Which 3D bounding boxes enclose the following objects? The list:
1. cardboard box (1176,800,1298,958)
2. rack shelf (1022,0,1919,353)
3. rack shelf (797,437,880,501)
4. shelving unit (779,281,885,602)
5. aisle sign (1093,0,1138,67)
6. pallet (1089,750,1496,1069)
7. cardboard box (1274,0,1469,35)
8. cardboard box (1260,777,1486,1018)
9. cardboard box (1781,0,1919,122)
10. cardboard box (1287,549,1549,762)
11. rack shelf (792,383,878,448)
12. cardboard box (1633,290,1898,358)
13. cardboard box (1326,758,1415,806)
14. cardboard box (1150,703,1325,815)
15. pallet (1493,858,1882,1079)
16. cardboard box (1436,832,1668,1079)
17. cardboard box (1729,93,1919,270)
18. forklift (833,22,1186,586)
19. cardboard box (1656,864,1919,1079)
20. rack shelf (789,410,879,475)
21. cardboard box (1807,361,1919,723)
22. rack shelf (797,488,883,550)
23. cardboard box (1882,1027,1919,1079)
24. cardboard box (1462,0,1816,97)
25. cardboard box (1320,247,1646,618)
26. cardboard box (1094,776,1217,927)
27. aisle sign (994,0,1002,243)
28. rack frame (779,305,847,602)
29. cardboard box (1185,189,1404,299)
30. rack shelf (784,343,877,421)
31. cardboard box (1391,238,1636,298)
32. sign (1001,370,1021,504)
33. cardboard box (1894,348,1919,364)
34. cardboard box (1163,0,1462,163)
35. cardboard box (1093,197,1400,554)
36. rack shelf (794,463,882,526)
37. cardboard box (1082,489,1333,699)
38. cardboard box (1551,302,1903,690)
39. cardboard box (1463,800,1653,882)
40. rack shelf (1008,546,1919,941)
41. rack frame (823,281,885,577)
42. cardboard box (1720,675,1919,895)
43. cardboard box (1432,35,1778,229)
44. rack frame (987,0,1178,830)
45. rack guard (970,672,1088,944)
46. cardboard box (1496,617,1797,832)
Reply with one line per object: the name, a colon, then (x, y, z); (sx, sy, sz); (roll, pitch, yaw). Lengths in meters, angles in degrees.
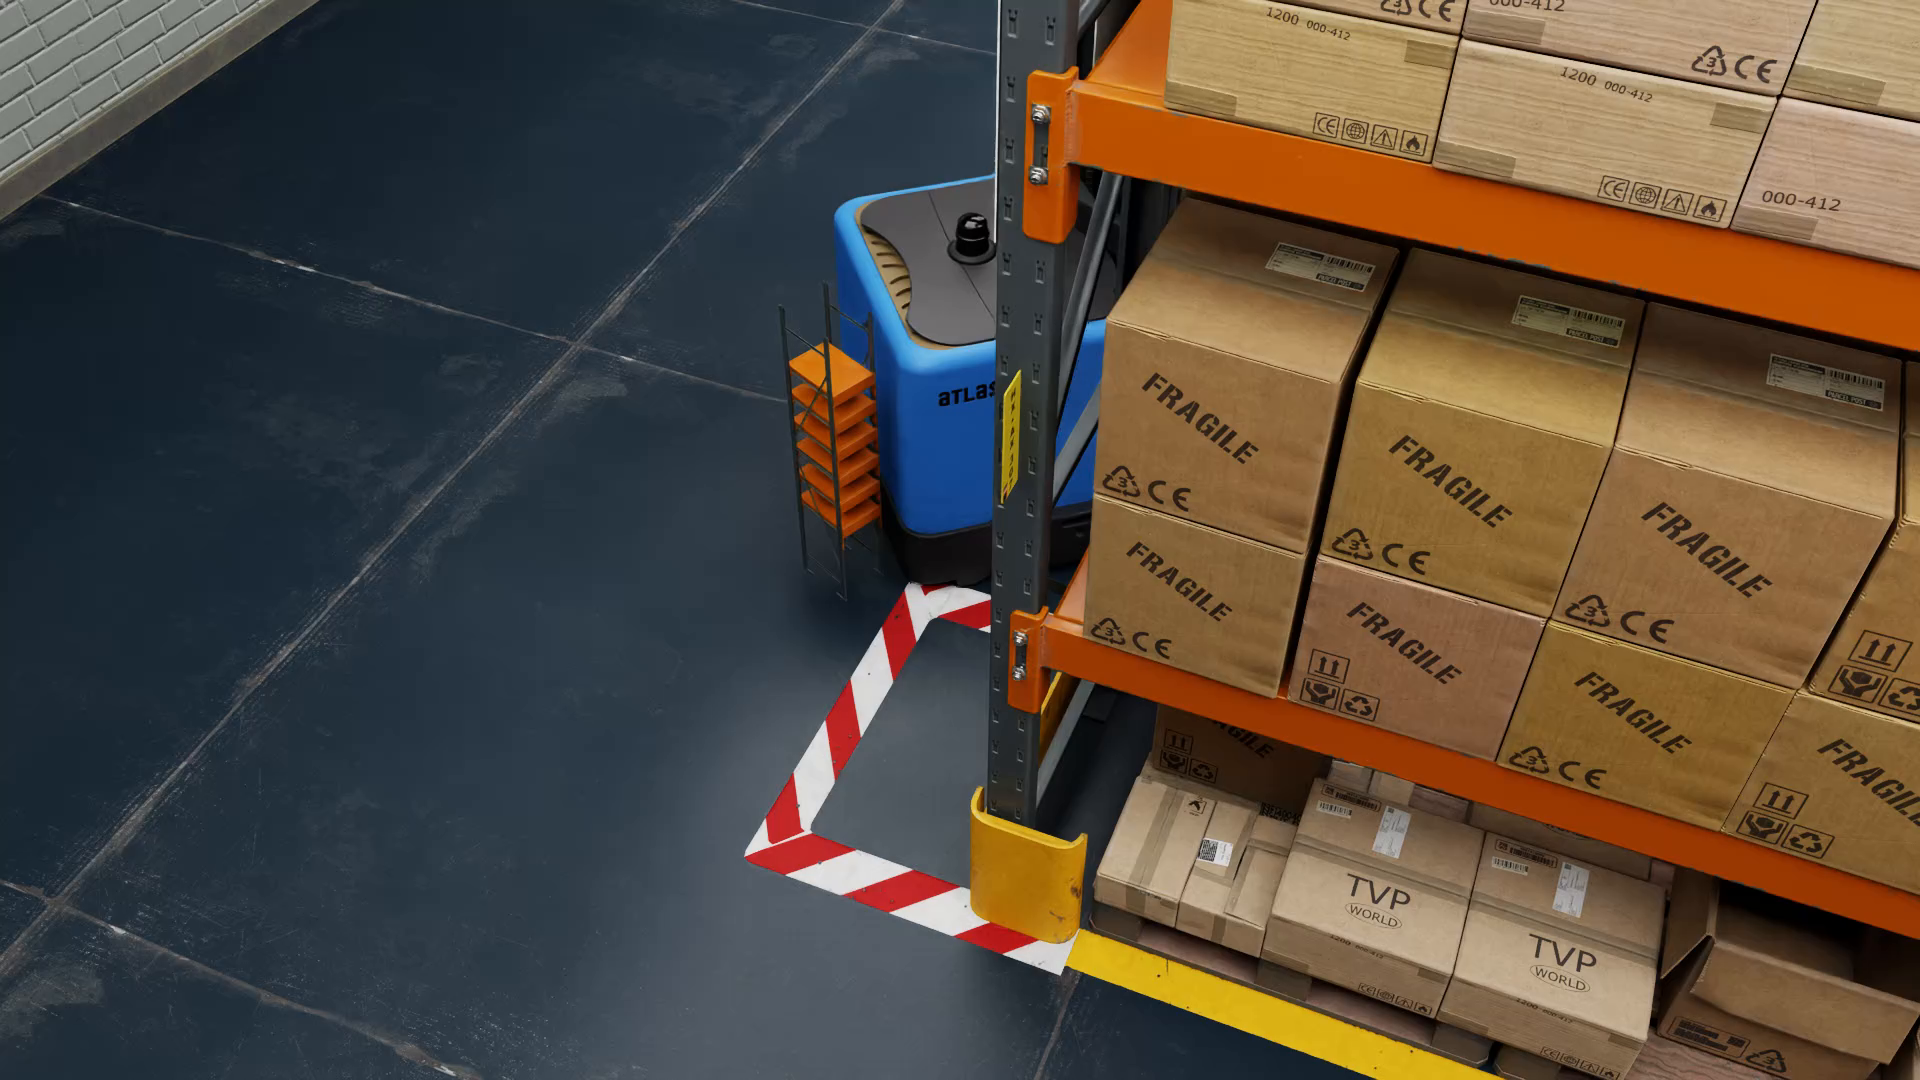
cardboard box: (0.809, 0.977, 4.838); (0.250, 0.166, 0.380); (16, 47, 16)
rack shelf: (2.170, -0.541, 3.051); (4.000, 0.370, 1.077); (16, 47, 16)
rack shelf: (-0.427, -0.276, 5.740); (0.180, 0.103, 0.258); (-34, 54, -29)
shelving unit: (-0.427, -0.308, 5.709); (0.189, 1.200, 0.258); (-34, 54, -29)
aisle sign: (0.380, -1.416, 3.703); (0.004, 0.787, 0.394); (16, 47, 16)
pallet: (1.131, 0.949, 5.147); (1.213, 0.211, 1.003); (16, 47, 16)
cardboard box: (0.698, -1.155, 2.909); (0.500, 0.250, 0.500); (16, 47, 16)
cardboard box: (1.179, 1.011, 4.745); (0.500, 0.250, 0.500); (16, 47, 16)
cardboard box: (1.621, -0.883, 2.636); (0.500, 0.250, 0.500); (16, 47, 16)
cardboard box: (1.111, 0.117, 3.935); (0.500, 0.500, 0.500); (16, 47, 15)
rack shelf: (-0.427, -0.446, 5.571); (0.180, 0.103, 0.258); (-34, 54, -29)
cardboard box: (1.788, -0.450, 3.796); (0.500, 0.500, 0.500); (18, 47, 17)
cardboard box: (1.260, 0.728, 5.088); (0.250, 0.166, 0.380); (16, 47, 16)
cardboard box: (0.921, 0.441, 5.140); (0.500, 0.500, 0.500); (16, 47, 16)
pallet: (2.253, 1.281, 4.813); (1.213, 0.211, 1.003); (16, 47, 16)
cardboard box: (1.640, 1.146, 4.609); (0.500, 0.250, 0.500); (16, 47, 16)
cardboard box: (1.619, -0.703, 2.809); (0.500, 0.250, 0.500); (16, 47, 16)
forklift: (1.108, -1.476, 5.655); (3.031, 2.935, 1.130); (-12, 46, -12)
cardboard box: (2.280, 1.032, 4.544); (0.637, 0.503, 0.797); (16, 47, 16)
rack shelf: (-0.427, -0.361, 5.655); (0.180, 0.103, 0.258); (-34, 54, -29)
cardboard box: (2.047, 0.039, 3.304); (0.500, 0.500, 0.500); (16, 47, 15)
rack shelf: (-0.427, -0.106, 5.909); (0.180, 0.103, 0.258); (-34, 54, -29)
cardboard box: (2.689, 1.433, 4.277); (0.500, 0.311, 0.500); (16, 47, 16)
cardboard box: (1.157, -1.014, 2.768); (0.500, 0.250, 0.500); (16, 47, 16)
cardboard box: (1.118, -0.237, 3.582); (0.500, 0.500, 0.500); (17, 47, 16)
cardboard box: (0.579, 0.916, 4.912); (0.250, 0.149, 0.380); (16, 47, 16)
aisle sign: (0.149, -1.025, 3.311); (0.004, 0.787, 0.394); (16, 47, 16)
rack frame: (-0.494, -0.264, 5.664); (0.006, 1.200, 0.240); (-34, 54, -29)
cardboard box: (0.841, -0.724, 4.071); (0.500, 0.500, 0.500); (16, 47, 15)
rack shelf: (-0.427, -0.532, 5.486); (0.180, 0.103, 0.258); (-34, 54, -29)
cardboard box: (1.308, -0.588, 3.934); (0.500, 0.500, 0.500); (18, 47, 17)
sign: (0.116, -0.230, 3.741); (0.005, 0.325, 0.100); (16, 47, 16)
cardboard box: (2.262, -0.310, 3.655); (0.500, 0.500, 0.500); (18, 48, 17)
cardboard box: (0.701, -0.981, 3.089); (0.500, 0.250, 0.500); (16, 47, 16)
cardboard box: (0.633, -0.374, 3.719); (0.500, 0.500, 0.500); (18, 48, 17)
rack shelf: (-0.427, -0.191, 5.825); (0.180, 0.103, 0.258); (-34, 54, -29)
cardboard box: (0.633, -0.020, 4.072); (0.500, 0.500, 0.500); (17, 47, 17)
cardboard box: (1.578, -0.098, 3.442); (0.500, 0.500, 0.500); (17, 47, 16)
cardboard box: (1.786, 0.807, 4.949); (0.500, 0.250, 0.500); (16, 47, 16)
rack shelf: (2.170, 0.522, 4.109); (4.000, 0.370, 1.077); (16, 47, 16)
rack frame: (-0.361, -0.352, 5.753); (0.006, 1.200, 0.240); (-34, 54, -29)
cardboard box: (2.034, 0.392, 3.658); (0.500, 0.500, 0.500); (17, 47, 16)
cardboard box: (1.157, -0.837, 2.944); (0.500, 0.250, 0.500); (16, 47, 16)
rack frame: (0.325, -0.276, 4.401); (0.127, 3.000, 1.000); (16, 47, 16)
rack guard: (0.395, 0.631, 5.262); (0.348, 0.500, 1.175); (16, 47, 16)
cardboard box: (1.573, 0.255, 3.796); (0.500, 0.500, 0.500); (16, 47, 16)
